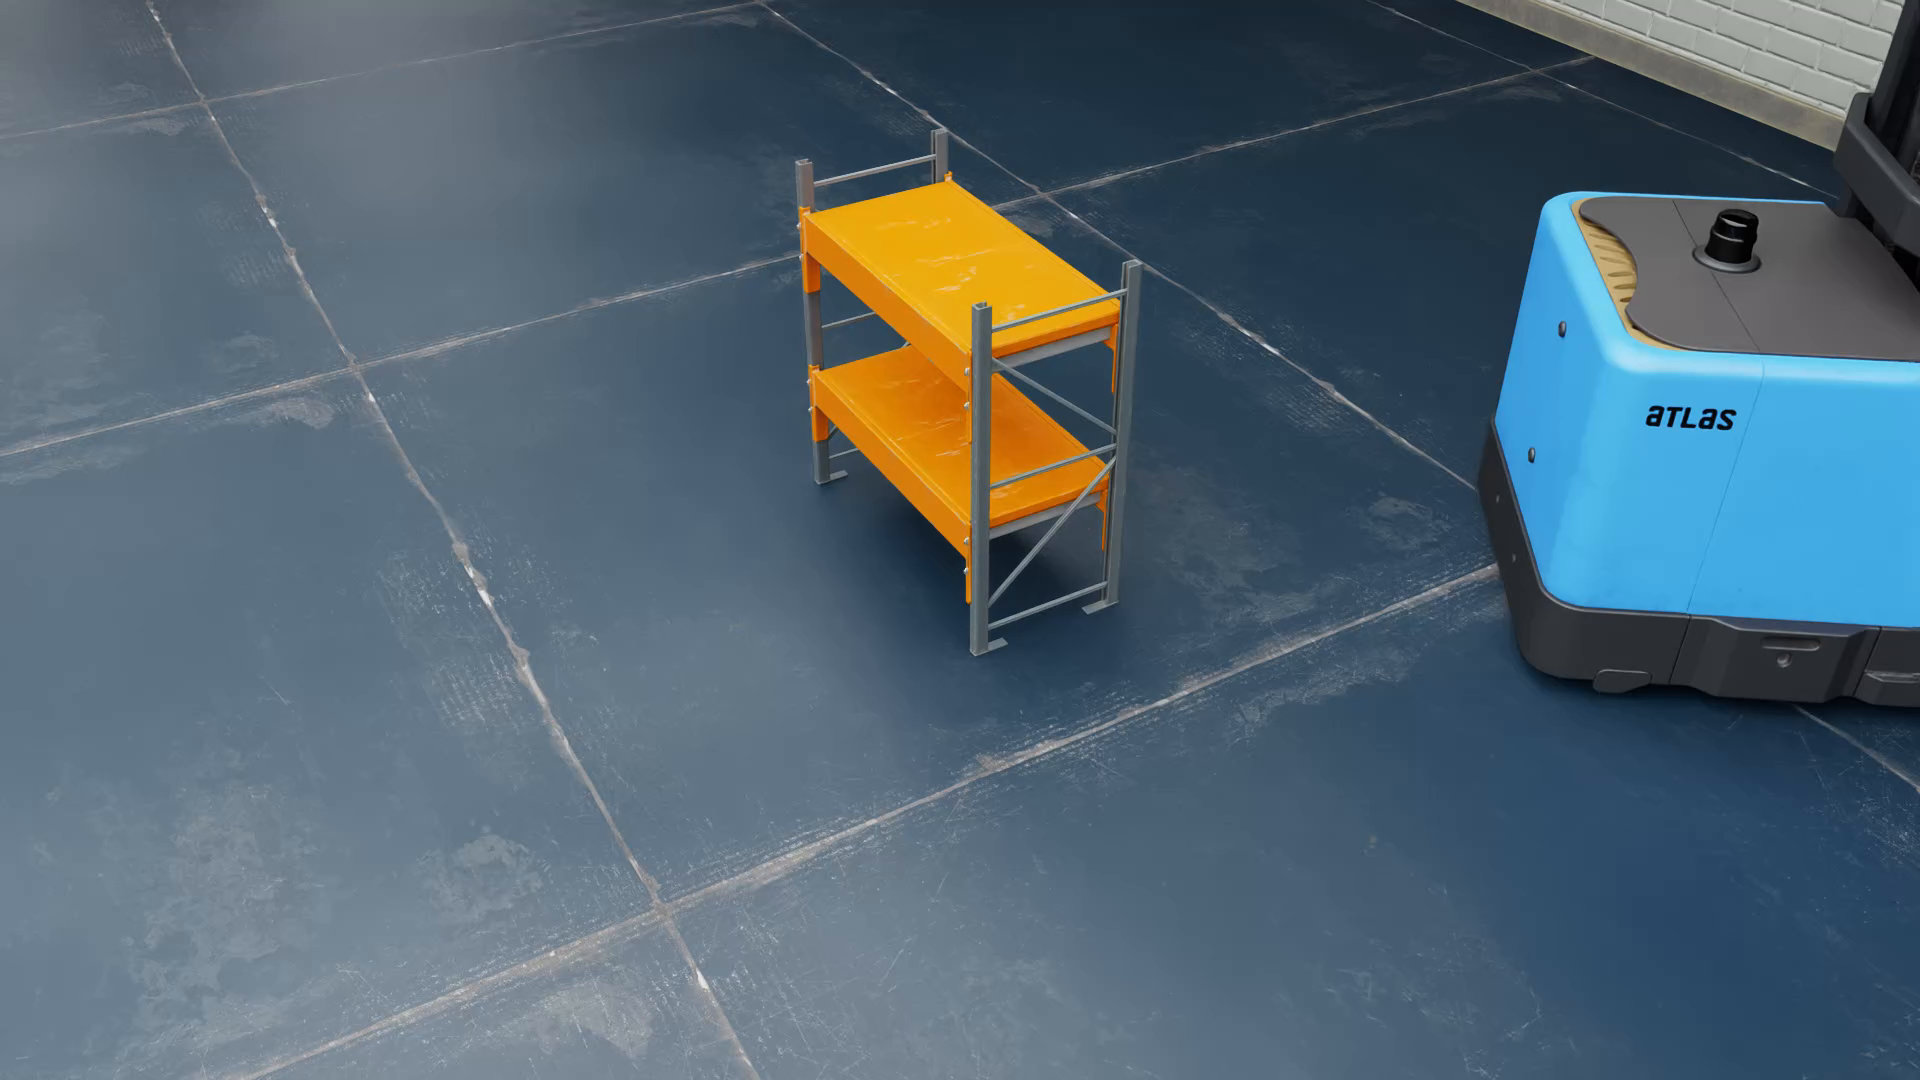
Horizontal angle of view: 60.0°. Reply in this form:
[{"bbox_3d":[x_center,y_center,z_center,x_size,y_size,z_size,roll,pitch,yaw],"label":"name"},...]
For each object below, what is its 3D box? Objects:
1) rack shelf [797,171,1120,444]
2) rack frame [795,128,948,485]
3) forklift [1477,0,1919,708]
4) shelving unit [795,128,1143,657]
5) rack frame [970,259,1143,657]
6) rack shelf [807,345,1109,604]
[{"bbox_3d":[-0.003,-0.694,4.750,0.538,0.278,1.000,-19,40,-24],"label":"rack shelf"},{"bbox_3d":[-0.259,-0.717,5.278,0.500,1.125,0.032,-19,40,-24],"label":"rack frame"},{"bbox_3d":[3.134,-0.966,4.088,3.031,2.935,1.130,3,36,5],"label":"forklift"},{"bbox_3d":[-0.003,-0.458,4.923,0.538,1.125,1.048,-19,40,-24],"label":"shelving unit"},{"bbox_3d":[0.252,-0.198,4.568,0.500,1.125,0.032,-19,40,-24],"label":"rack frame"},{"bbox_3d":[-0.003,-0.260,5.067,0.538,0.278,1.000,-19,40,-24],"label":"rack shelf"}]
